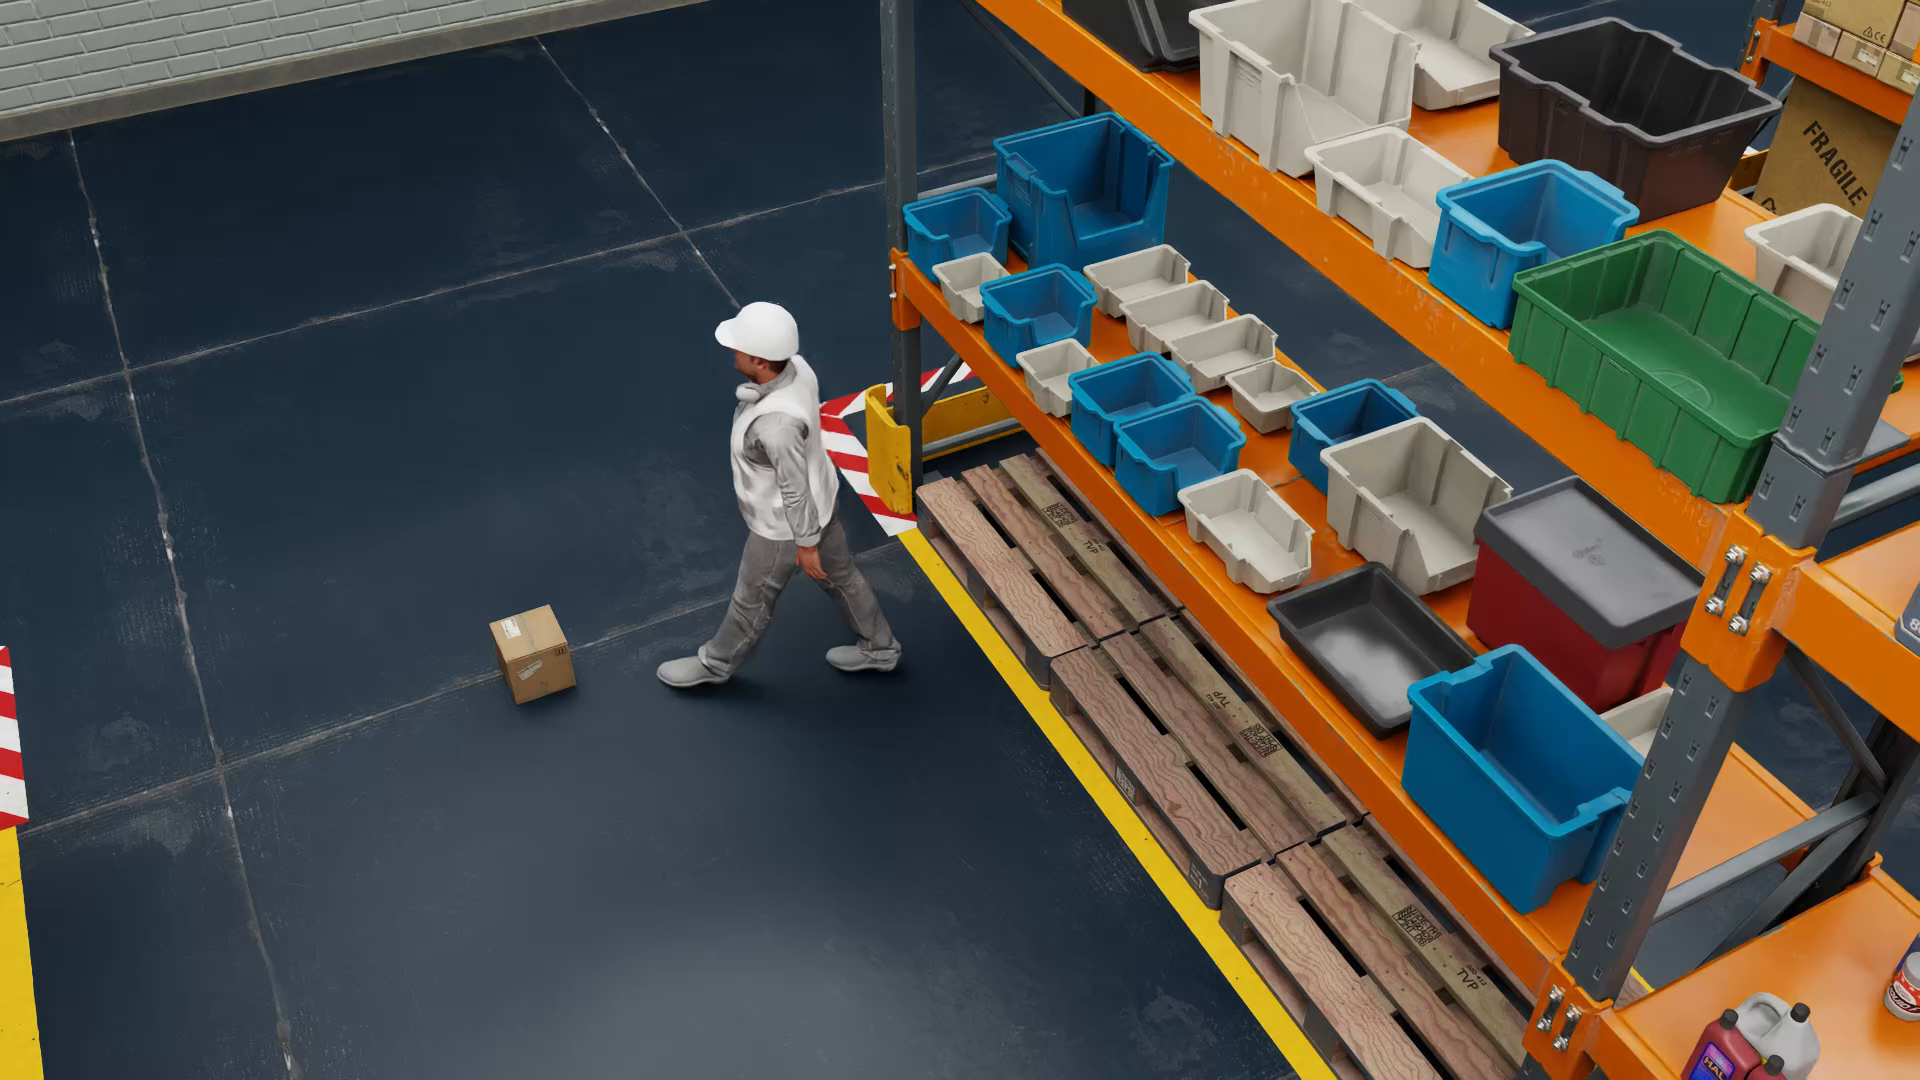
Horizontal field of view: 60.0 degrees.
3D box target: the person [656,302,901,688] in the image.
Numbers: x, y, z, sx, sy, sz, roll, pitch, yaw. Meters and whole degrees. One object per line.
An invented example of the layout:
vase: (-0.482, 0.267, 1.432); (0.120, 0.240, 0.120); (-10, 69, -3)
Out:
person: (-0.720, -0.159, 6.309); (0.973, 1.717, 0.559); (5, 41, 5)
